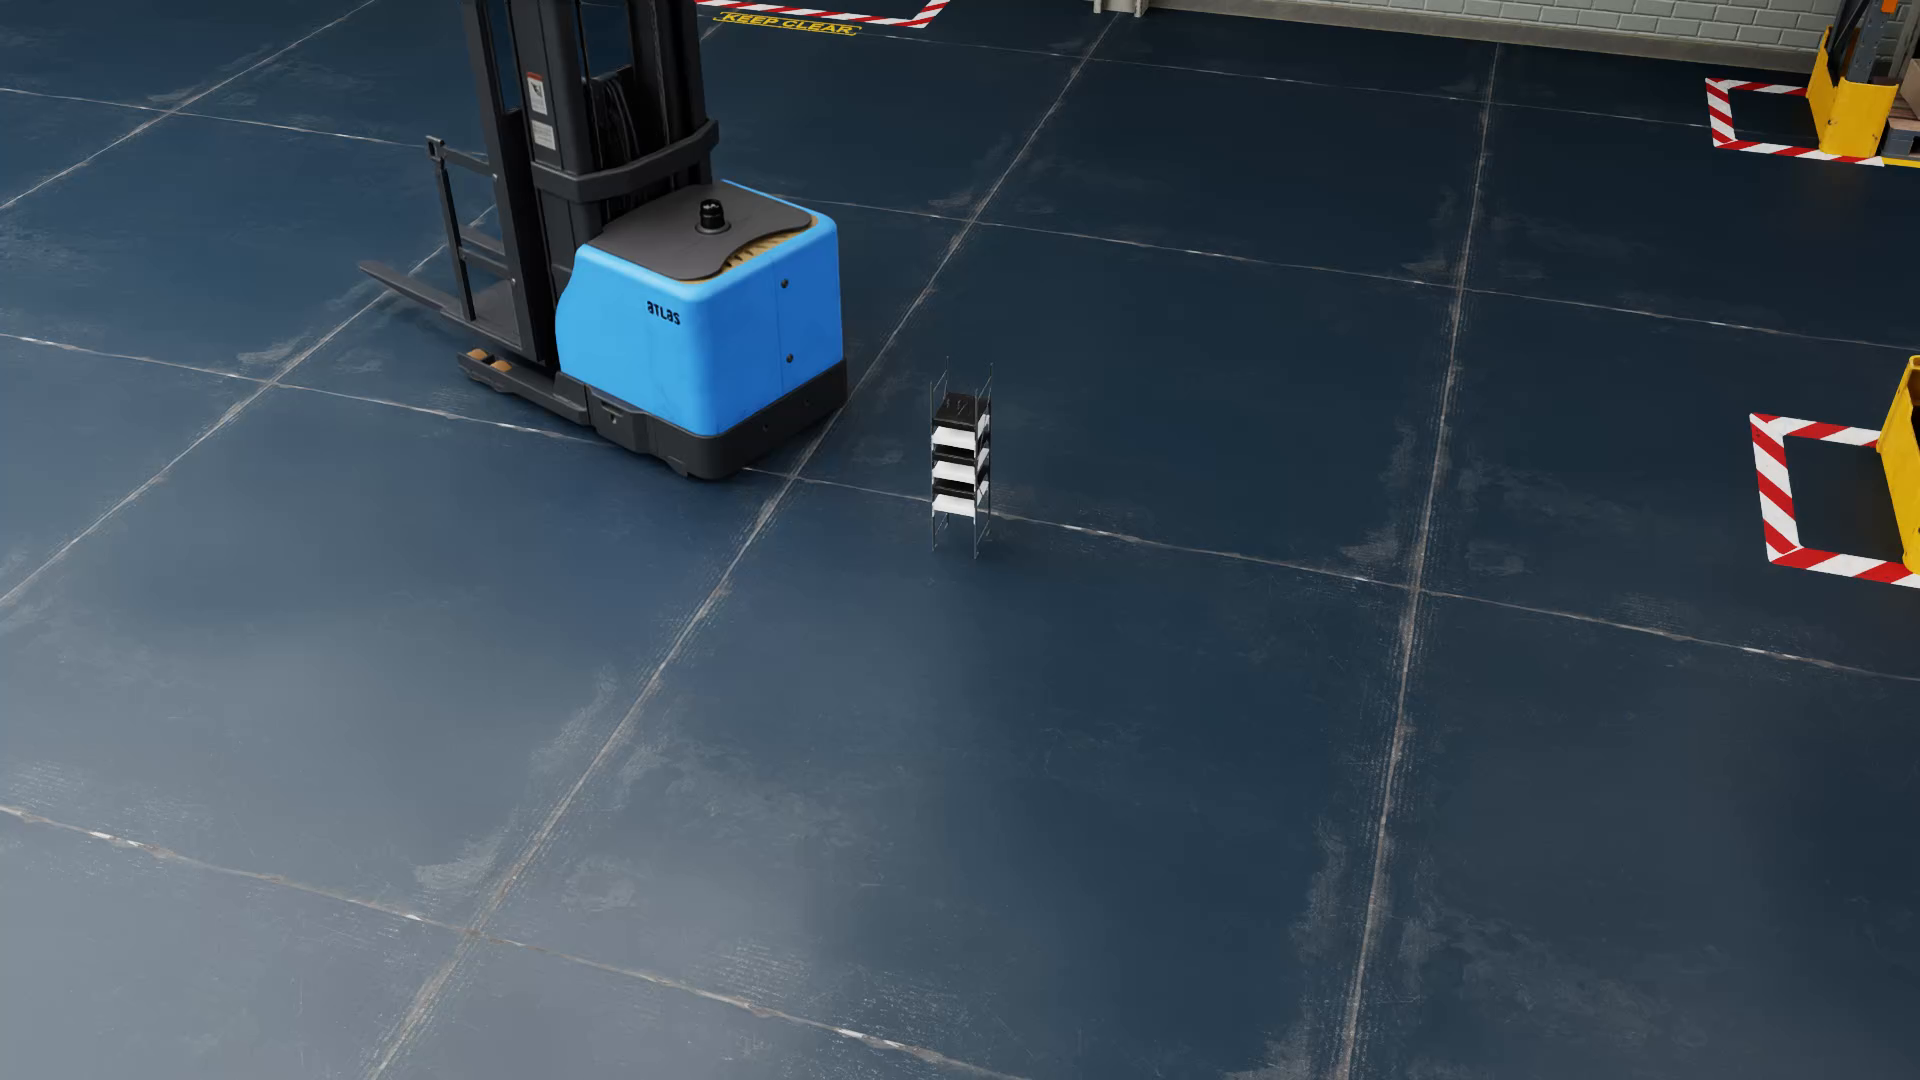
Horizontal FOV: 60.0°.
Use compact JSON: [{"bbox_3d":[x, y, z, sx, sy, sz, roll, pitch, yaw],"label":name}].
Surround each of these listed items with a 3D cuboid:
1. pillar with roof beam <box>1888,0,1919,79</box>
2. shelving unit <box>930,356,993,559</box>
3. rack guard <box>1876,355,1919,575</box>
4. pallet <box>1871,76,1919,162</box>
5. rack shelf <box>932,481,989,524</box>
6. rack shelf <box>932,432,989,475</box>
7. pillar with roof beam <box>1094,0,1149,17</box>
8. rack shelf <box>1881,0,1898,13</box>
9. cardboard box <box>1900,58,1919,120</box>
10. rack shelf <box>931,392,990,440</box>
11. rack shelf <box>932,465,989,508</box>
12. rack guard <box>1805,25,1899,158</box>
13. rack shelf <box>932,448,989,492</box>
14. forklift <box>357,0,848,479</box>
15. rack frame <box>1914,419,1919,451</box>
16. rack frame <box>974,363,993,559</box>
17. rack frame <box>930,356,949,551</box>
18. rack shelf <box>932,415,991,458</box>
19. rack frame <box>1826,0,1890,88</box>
[{"bbox_3d":[5.772,-4.503,6.276,0.400,9.000,9.100,10,38,14],"label":"pillar with roof beam"},{"bbox_3d":[0.008,-0.361,7.481,0.210,0.900,0.258,10,38,14],"label":"shelving unit"},{"bbox_3d":[4.633,-0.351,7.805,0.348,0.500,1.175,10,38,14],"label":"rack guard"},{"bbox_3d":[6.967,-2.857,11.453,1.213,0.211,1.003,10,38,14],"label":"pallet"},{"bbox_3d":[0.008,-0.189,7.608,0.200,0.077,0.258,10,38,14],"label":"rack shelf"},{"bbox_3d":[0.008,-0.407,7.448,0.200,0.077,0.258,10,38,14],"label":"rack shelf"},{"bbox_3d":[0.045,-5.563,7.717,0.400,9.000,9.100,10,38,14],"label":"pillar with roof beam"},{"bbox_3d":[8.039,-3.513,10.600,4.000,0.370,1.077,10,38,14],"label":"rack shelf"},{"bbox_3d":[6.763,-3.078,11.298,0.500,0.311,0.500,6,37,9],"label":"cardboard box"},{"bbox_3d":[0.008,-0.552,7.341,0.200,0.077,0.258,10,38,14],"label":"rack shelf"},{"bbox_3d":[0.008,-0.262,7.554,0.200,0.077,0.258,10,38,14],"label":"rack shelf"},{"bbox_3d":[6.202,-3.136,11.590,0.348,0.500,1.175,10,38,14],"label":"rack guard"},{"bbox_3d":[0.008,-0.334,7.501,0.200,0.077,0.258,10,38,14],"label":"rack shelf"},{"bbox_3d":[-2.055,-2.185,8.247,3.031,2.935,1.130,25,43,30],"label":"forklift"},{"bbox_3d":[4.656,-1.353,7.058,0.127,3.000,1.000,10,38,14],"label":"rack frame"},{"bbox_3d":[0.105,-0.343,7.457,0.006,0.900,0.240,10,38,14],"label":"rack frame"},{"bbox_3d":[-0.089,-0.379,7.506,0.006,0.900,0.240,10,38,14],"label":"rack frame"},{"bbox_3d":[0.008,-0.479,7.394,0.200,0.077,0.258,10,38,14],"label":"rack shelf"},{"bbox_3d":[6.130,-4.157,10.867,0.127,3.000,1.000,10,38,14],"label":"rack frame"}]
